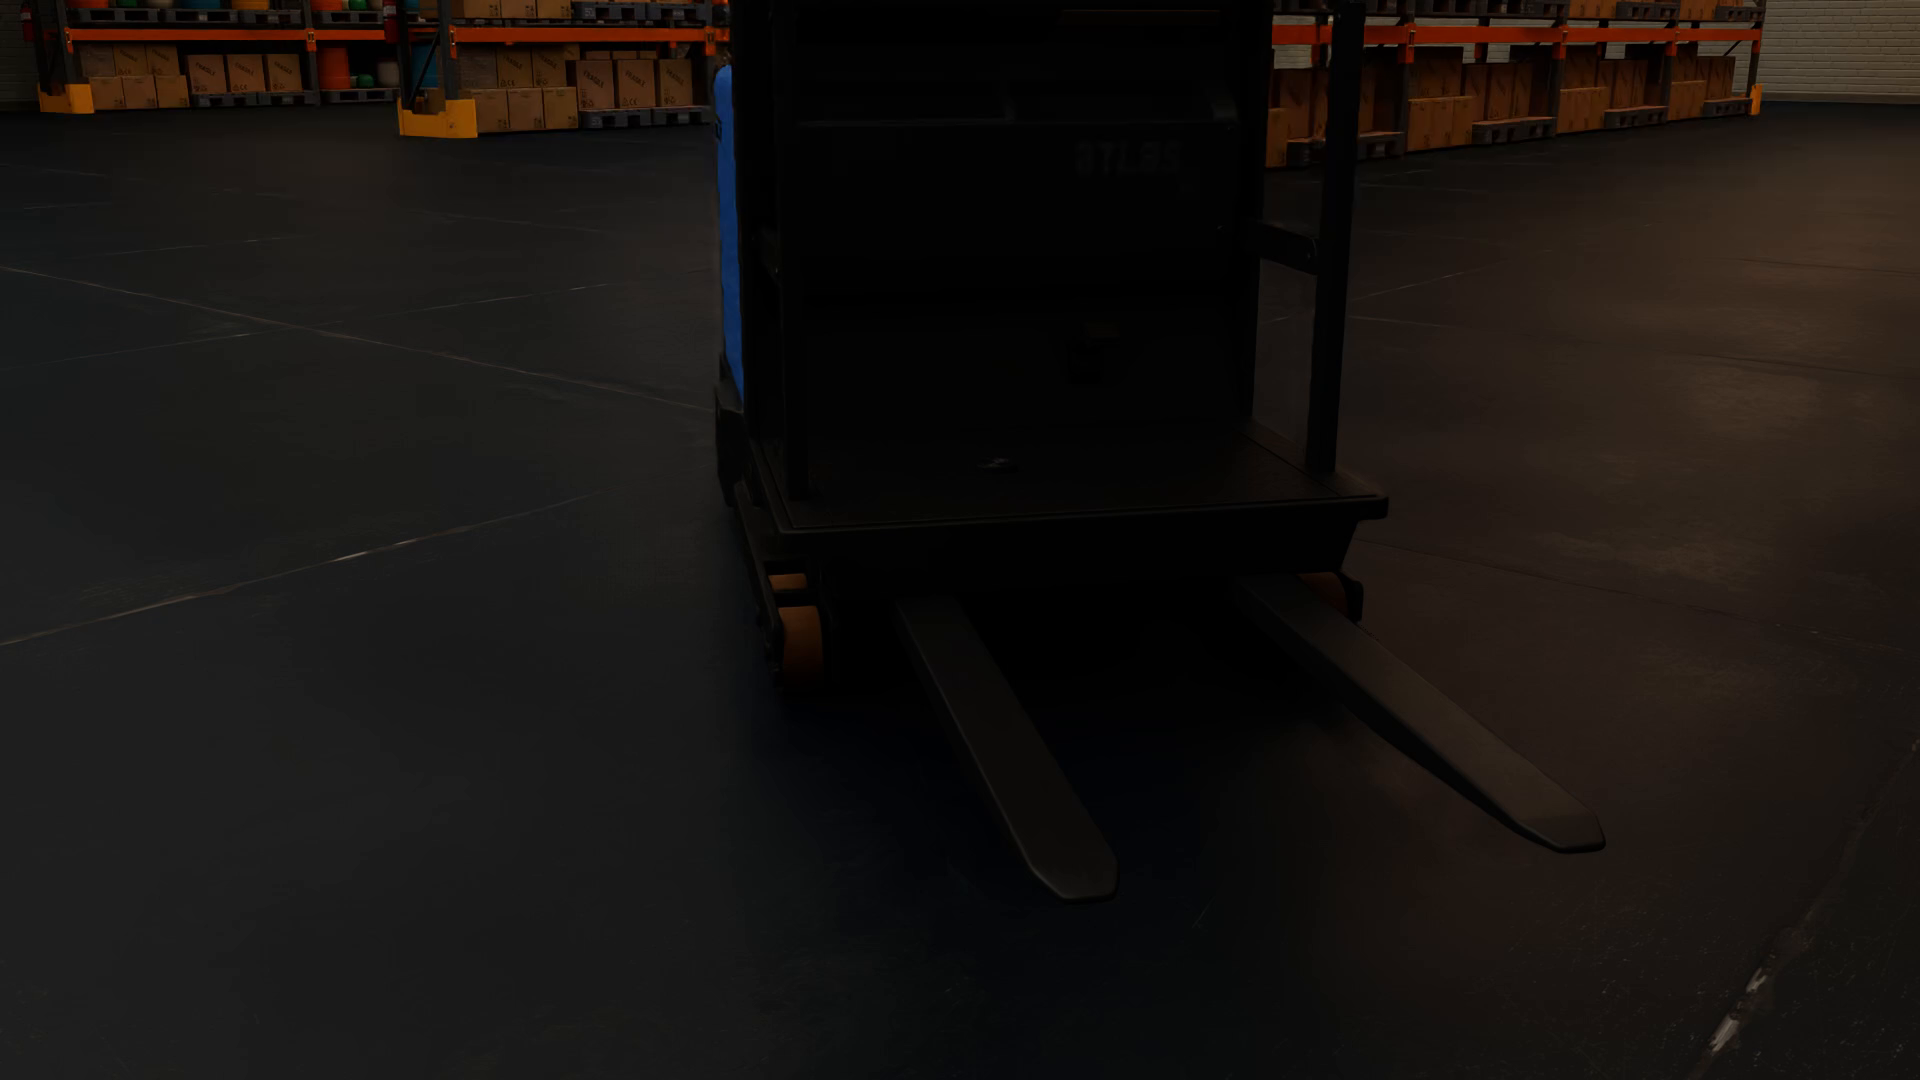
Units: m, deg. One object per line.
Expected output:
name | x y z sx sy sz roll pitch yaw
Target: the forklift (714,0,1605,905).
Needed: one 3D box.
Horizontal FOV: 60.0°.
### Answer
forklift | 0.141 -1.238 2.973 1.130 2.935 3.031 -3 17 -11
